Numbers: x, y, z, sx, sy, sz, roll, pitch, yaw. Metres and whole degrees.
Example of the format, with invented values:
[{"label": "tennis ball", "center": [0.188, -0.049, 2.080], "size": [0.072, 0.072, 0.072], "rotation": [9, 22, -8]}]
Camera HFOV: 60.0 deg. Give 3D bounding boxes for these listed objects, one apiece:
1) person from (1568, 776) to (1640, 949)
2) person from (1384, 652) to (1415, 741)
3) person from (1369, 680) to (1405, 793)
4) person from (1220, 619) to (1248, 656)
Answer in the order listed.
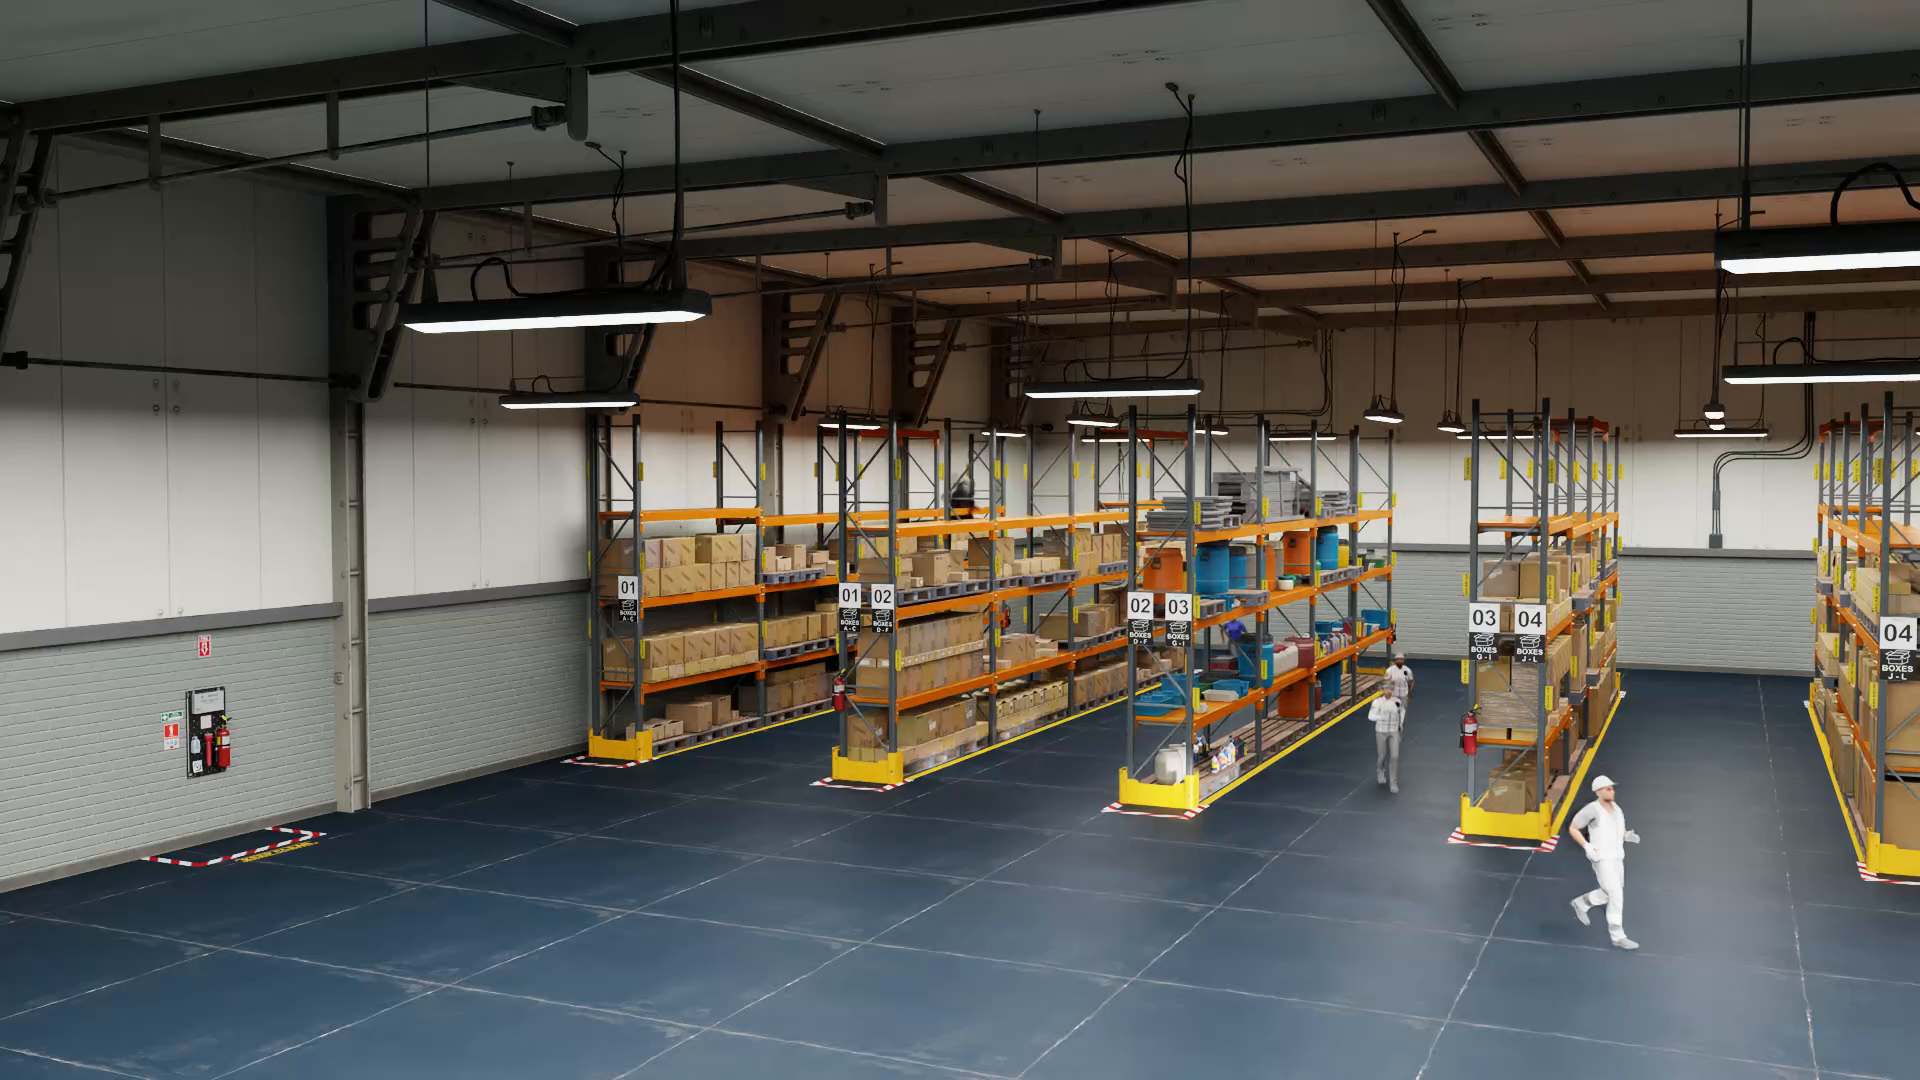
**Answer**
[{"label": "person", "center": [6.835, 3.388, 17.663], "size": [0.670, 1.764, 0.914], "rotation": [-1, 3, -31]}, {"label": "person", "center": [8.187, 2.897, 31.001], "size": [0.572, 1.659, 0.617], "rotation": [0, 2, 10]}, {"label": "person", "center": [6.738, 3.053, 26.187], "size": [0.605, 1.713, 0.854], "rotation": [0, 2, 5]}, {"label": "person", "center": [6.639, 2.546, 40.251], "size": [0.643, 1.663, 0.697], "rotation": [0, 2, 5]}]
